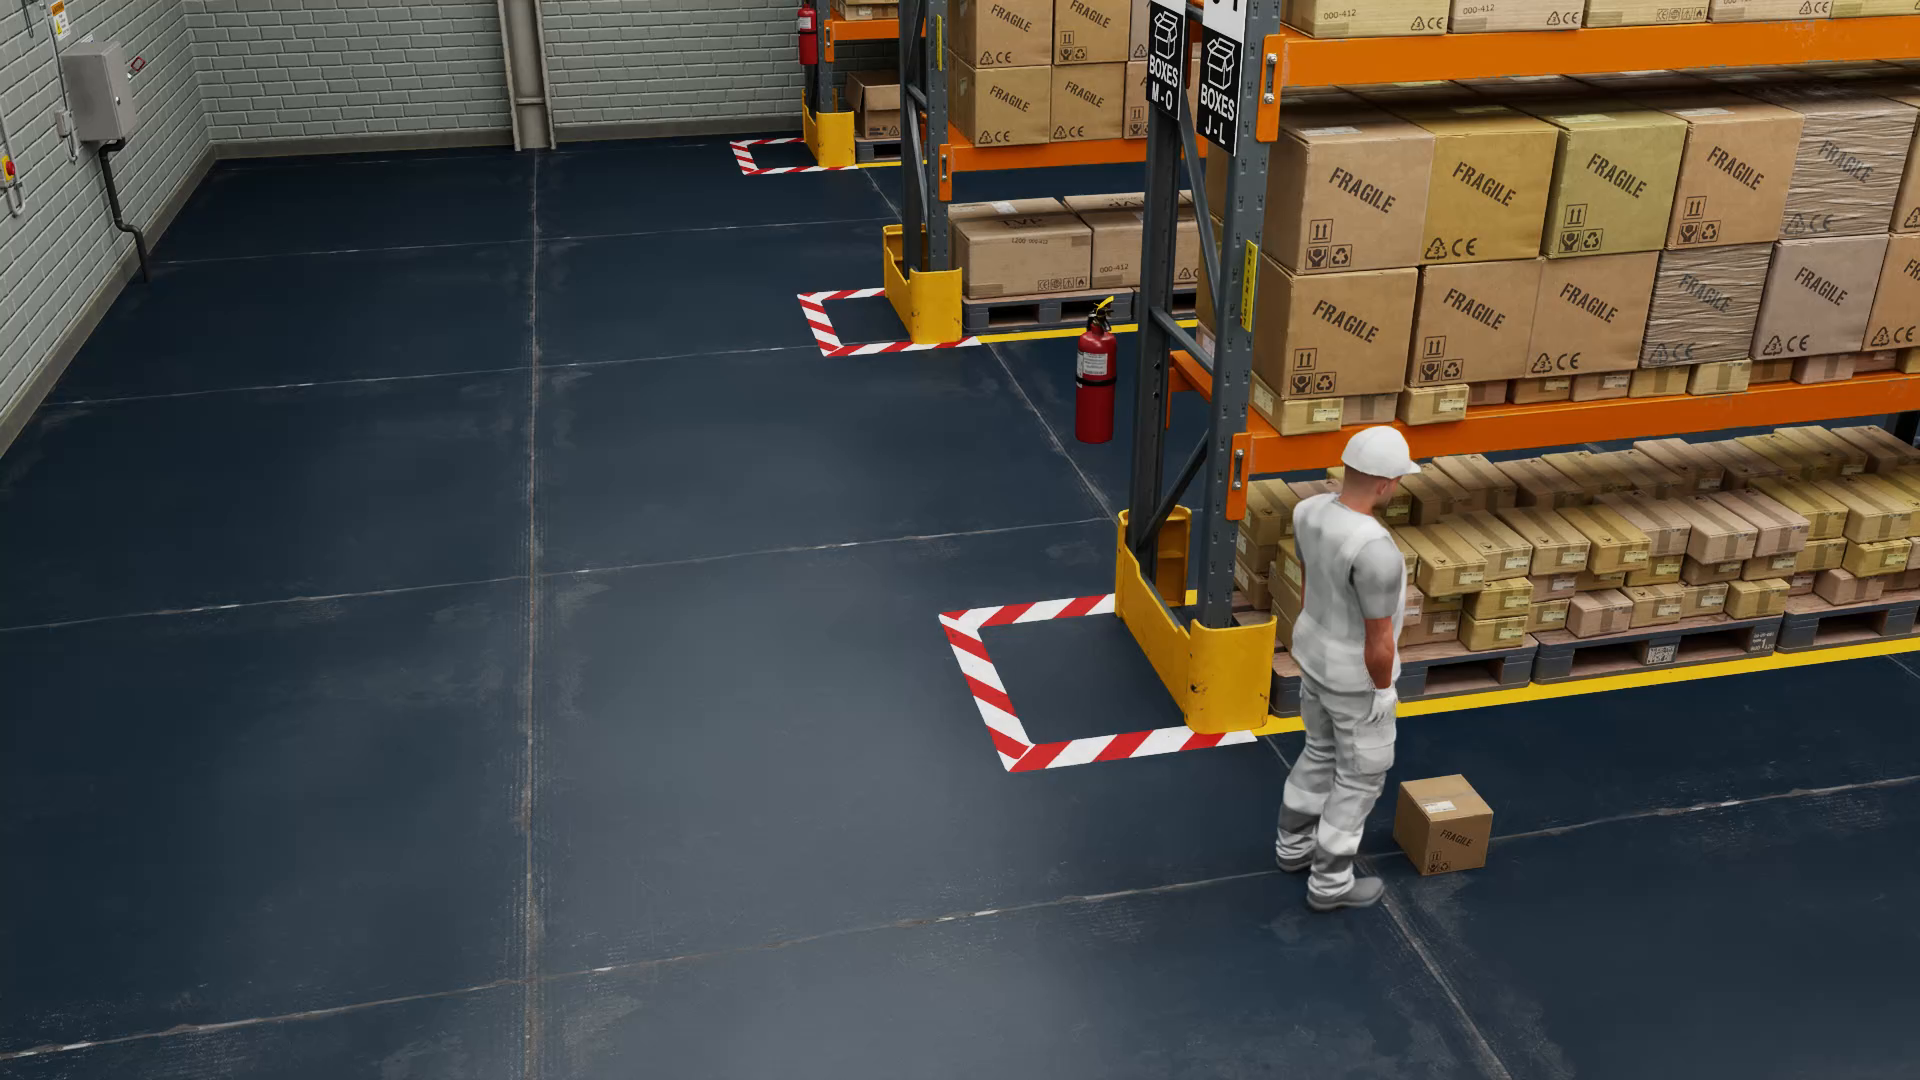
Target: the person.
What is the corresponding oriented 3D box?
[{"bbox_3d":[1.329,0.441,5.722,0.364,1.778,0.528,-9,28,-17],"label":"person"}]
